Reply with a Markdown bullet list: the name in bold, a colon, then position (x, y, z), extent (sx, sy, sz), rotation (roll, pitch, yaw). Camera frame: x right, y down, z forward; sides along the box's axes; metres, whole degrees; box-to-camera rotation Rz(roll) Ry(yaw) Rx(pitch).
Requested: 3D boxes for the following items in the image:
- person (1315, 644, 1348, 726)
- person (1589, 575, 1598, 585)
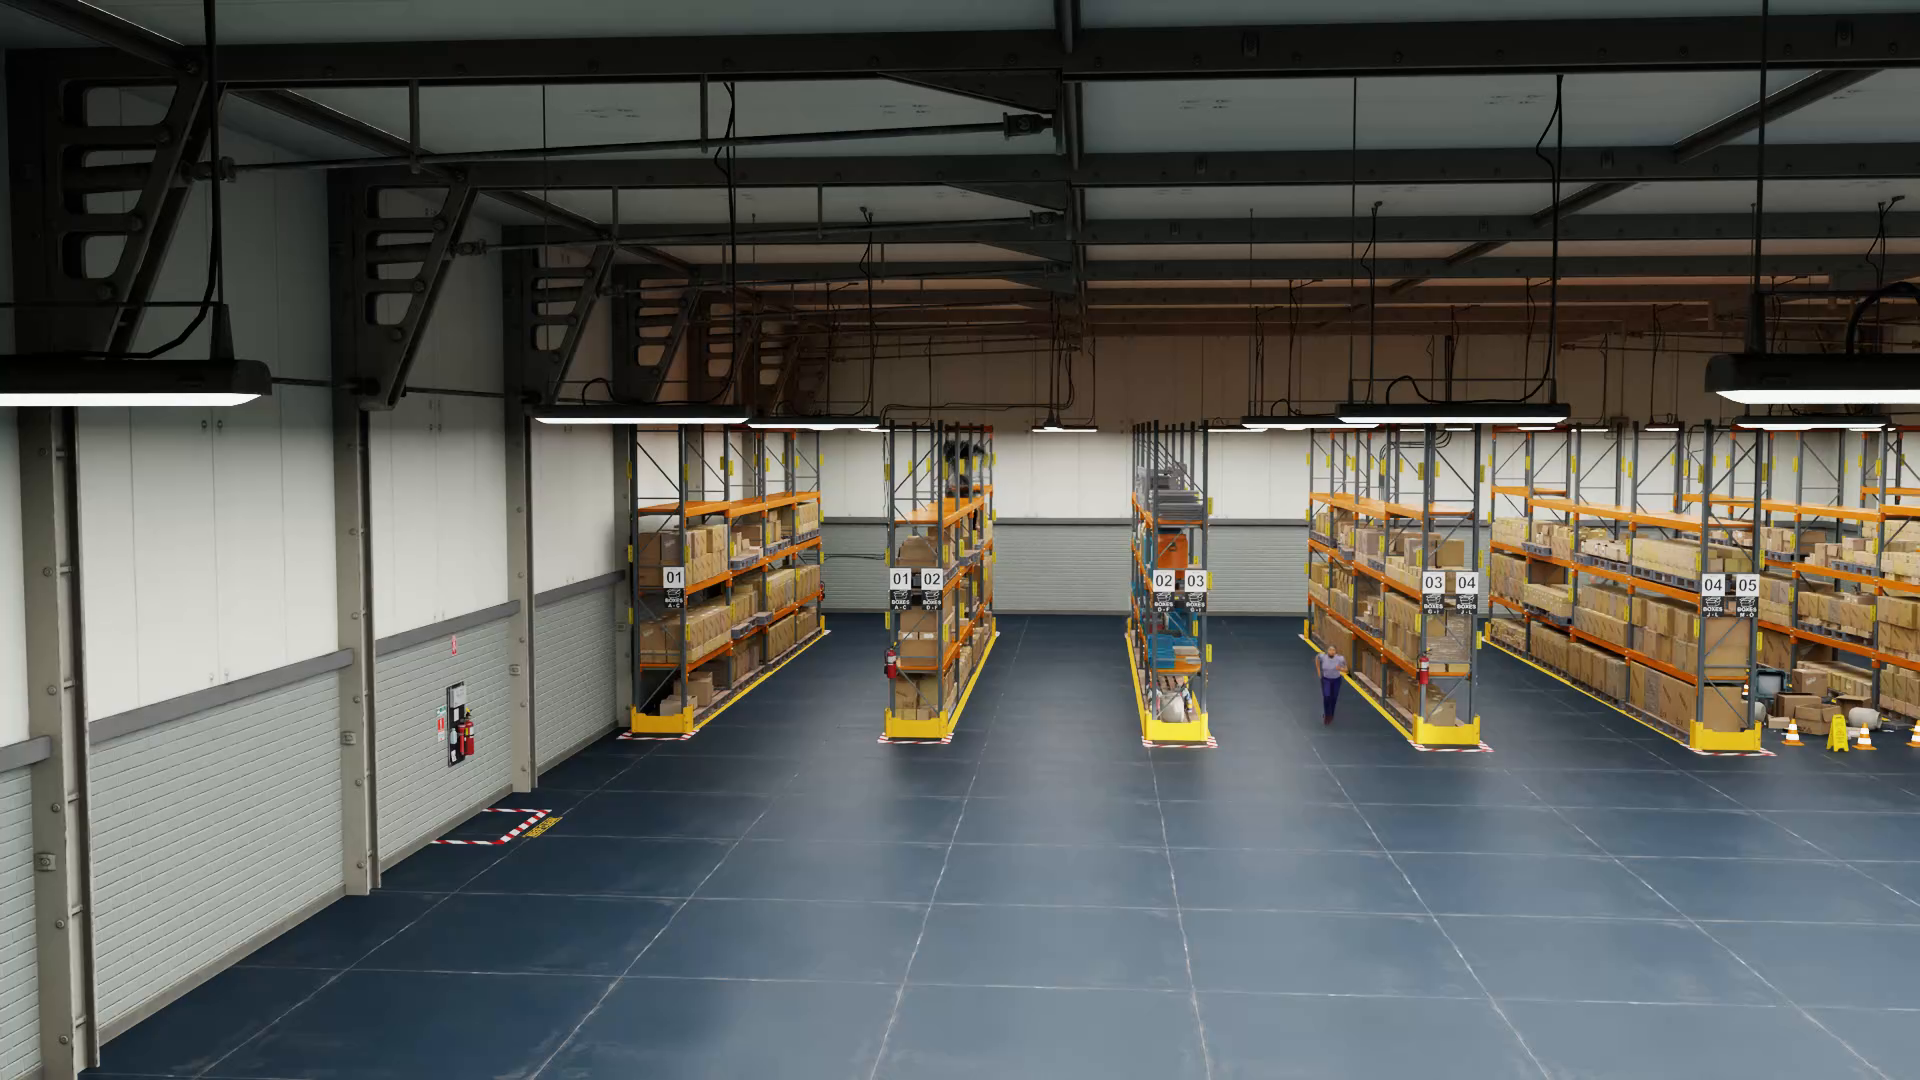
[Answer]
- **person**: position (7.334, 2.844, 32.873), extent (0.596, 1.635, 0.874), rotation (0, 4, 6)
- **person**: position (18.131, 1.857, 47.581), extent (0.691, 1.740, 0.709), rotation (-1, 4, -8)
